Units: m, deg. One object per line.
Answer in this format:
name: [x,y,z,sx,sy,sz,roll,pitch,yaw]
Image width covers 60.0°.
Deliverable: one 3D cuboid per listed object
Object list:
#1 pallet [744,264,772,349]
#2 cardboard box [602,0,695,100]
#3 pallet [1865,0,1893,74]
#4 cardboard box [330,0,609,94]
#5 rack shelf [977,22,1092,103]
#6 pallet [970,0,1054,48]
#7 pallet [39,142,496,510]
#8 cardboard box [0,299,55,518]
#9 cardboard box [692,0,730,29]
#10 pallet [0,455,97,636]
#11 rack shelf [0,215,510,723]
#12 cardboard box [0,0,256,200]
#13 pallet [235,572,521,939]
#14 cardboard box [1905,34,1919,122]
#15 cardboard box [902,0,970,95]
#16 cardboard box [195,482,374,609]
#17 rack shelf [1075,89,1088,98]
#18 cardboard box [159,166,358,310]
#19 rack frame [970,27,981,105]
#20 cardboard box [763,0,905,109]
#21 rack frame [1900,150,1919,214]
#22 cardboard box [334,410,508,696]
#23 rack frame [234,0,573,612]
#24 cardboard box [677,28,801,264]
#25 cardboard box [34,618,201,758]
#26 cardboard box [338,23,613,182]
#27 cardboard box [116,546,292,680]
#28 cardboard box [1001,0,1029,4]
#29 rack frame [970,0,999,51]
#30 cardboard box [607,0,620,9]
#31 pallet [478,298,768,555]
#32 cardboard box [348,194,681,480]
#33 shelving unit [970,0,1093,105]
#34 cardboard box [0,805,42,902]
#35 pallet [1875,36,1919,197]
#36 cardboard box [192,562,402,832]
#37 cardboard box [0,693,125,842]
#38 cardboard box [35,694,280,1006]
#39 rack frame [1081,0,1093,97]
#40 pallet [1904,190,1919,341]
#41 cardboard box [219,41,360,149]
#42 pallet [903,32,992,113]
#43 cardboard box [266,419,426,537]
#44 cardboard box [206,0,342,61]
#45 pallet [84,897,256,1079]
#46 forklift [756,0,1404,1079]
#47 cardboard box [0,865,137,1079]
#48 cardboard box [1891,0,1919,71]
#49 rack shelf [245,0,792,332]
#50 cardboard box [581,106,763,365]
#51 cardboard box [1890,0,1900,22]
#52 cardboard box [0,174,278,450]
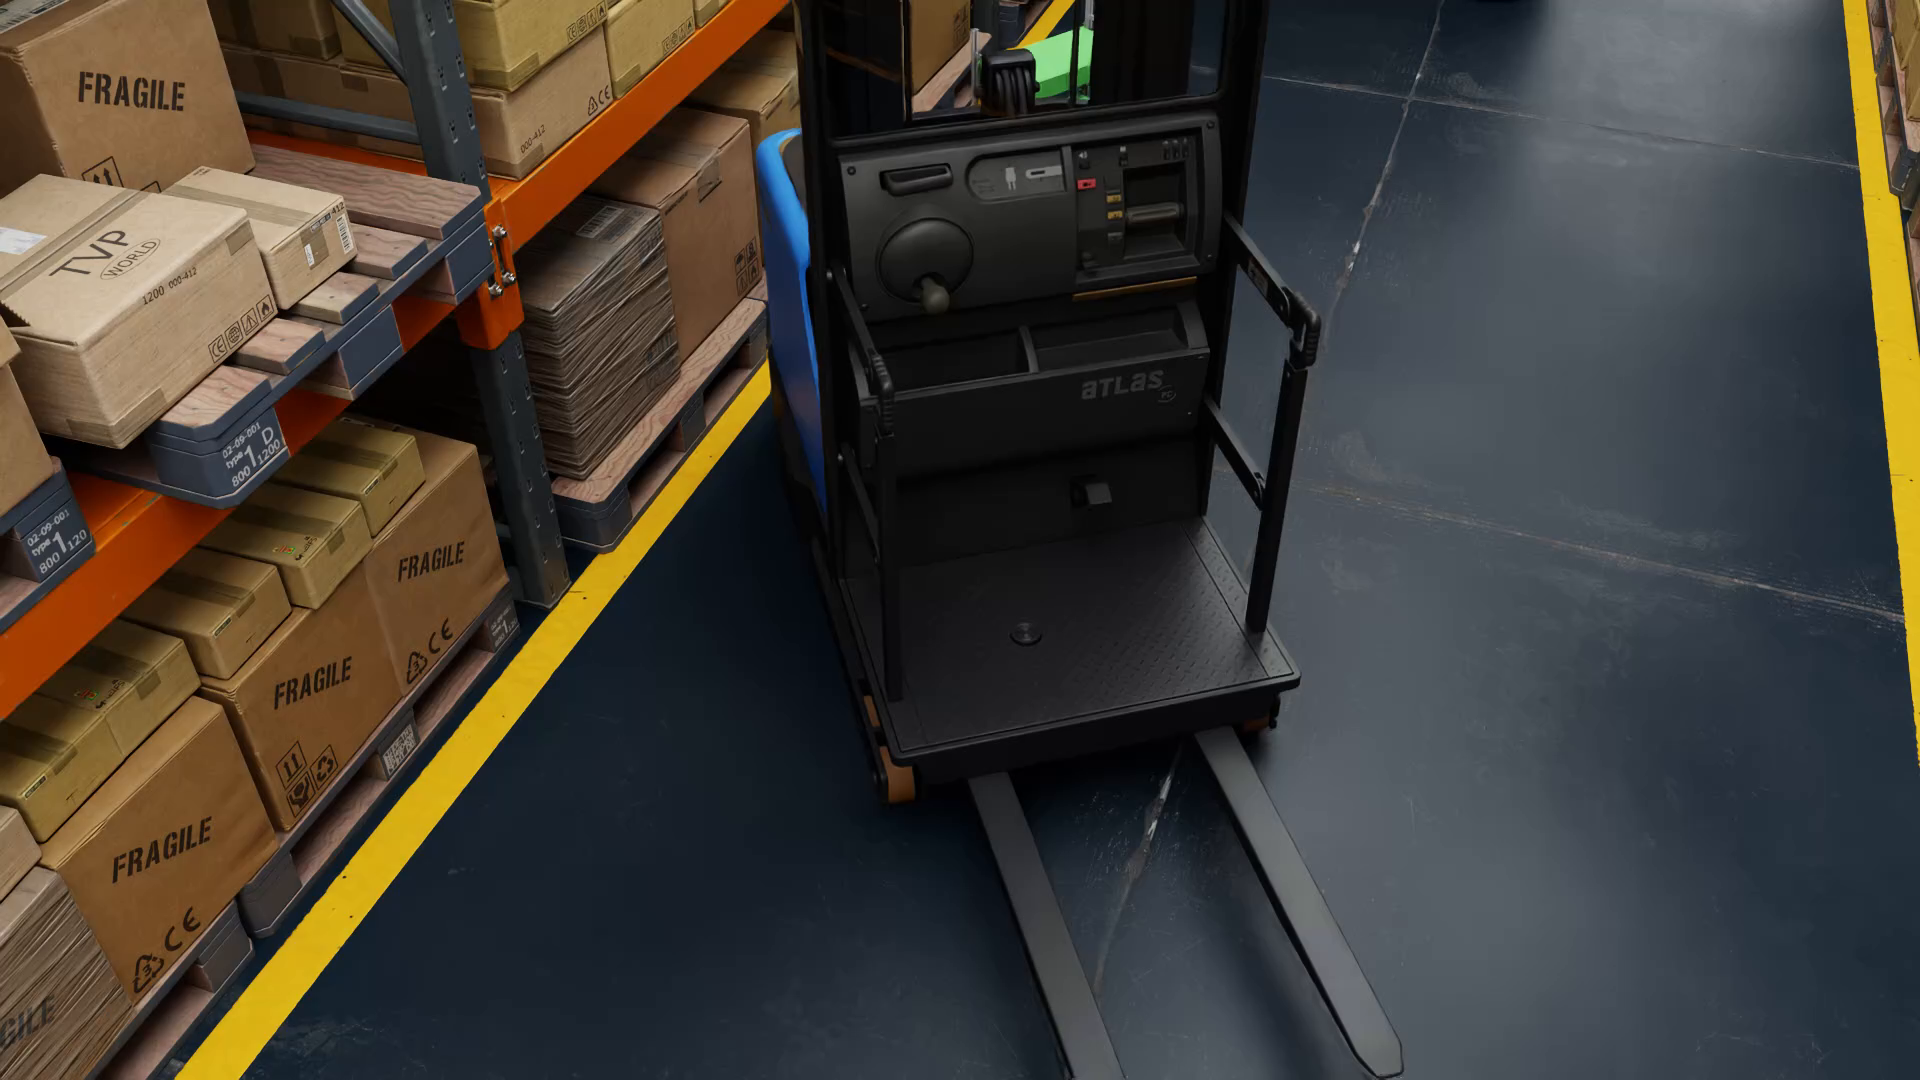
pallet: [-0.940,-1.249,6.551,1.003,0.211,1.213,13,42,15]
cardboard box: [-1.119,-1.539,4.859,0.500,0.250,0.500,12,42,14]
pallet: [4.969,-2.518,8.039,1.003,0.211,1.213,13,42,15]
cardboard box: [-1.272,-1.418,4.332,0.500,0.250,0.500,13,42,15]
rack shelf: [0.304,-1.538,5.487,0.480,0.148,0.258,-26,47,-28]
pallet: [0.002,-2.929,8.520,1.003,0.211,1.213,13,42,15]
pallet: [-1.842,-0.572,3.758,1.213,0.211,1.003,13,42,15]
cardboard box: [-2.061,-0.237,2.813,0.797,0.503,0.637,12,42,14]
cardboard box: [-0.949,-1.855,5.229,0.500,0.250,0.500,12,42,14]
pallet: [-2.337,0.186,2.869,1.003,0.211,1.213,13,42,15]
rack shelf: [-2.361,0.419,3.002,1.077,0.370,4.000,13,42,15]
cardboard box: [-2.000,-0.993,3.702,0.500,0.500,0.500,15,43,17]
pallet: [-1.968,0.433,4.579,1.003,0.211,1.213,13,42,15]
cardboard box: [4.306,-1.949,7.018,0.500,0.250,0.500,15,43,17]
cardboard box: [-0.477,-2.450,7.316,0.875,0.625,0.625,15,43,17]
cardboard box: [-1.672,0.001,4.041,0.380,0.149,0.250,11,42,13]
rack shelf: [0.304,-1.356,5.643,0.480,0.148,0.258,-26,47,-28]
cardboard box: [-1.541,-0.653,3.574,0.380,0.149,0.250,14,42,16]
rack frame: [0.111,-1.125,5.644,0.015,1.200,0.240,-26,47,-28]
cardboard box: [-0.749,-1.978,6.764,0.875,0.625,0.625,13,42,15]
rack frame: [4.357,-2.415,5.769,1.000,3.000,0.127,13,42,15]
cardboard box: [-1.619,0.022,4.515,0.500,0.500,0.500,14,43,16]
rack frame: [-1.677,-1.074,4.198,1.000,3.000,0.127,13,42,15]
cardboard box: [-1.004,-1.519,6.226,0.875,0.625,0.625,12,42,13]
cardboard box: [-1.936,0.303,3.687,0.380,0.149,0.250,14,43,16]
cardboard box: [-1.295,-1.234,4.501,0.500,0.250,0.500,13,42,15]
cardboard box: [-1.803,0.152,3.864,0.380,0.149,0.250,12,42,14]
cardboard box: [0.168,-2.849,8.074,0.500,0.250,0.500,14,42,16]
rack frame: [-0.309,-3.514,7.058,1.000,3.000,0.127,13,42,15]
cardboard box: [-1.123,-1.729,4.696,0.500,0.250,0.500,15,43,16]
pallet: [-1.358,-0.507,5.682,1.003,0.211,1.213,13,42,15]
cardboard box: [-1.451,-0.708,5.275,0.875,0.625,0.625,15,43,16]
shelving unit: [0.304,-1.222,5.757,0.503,1.200,0.258,-26,47,-28]
cardboard box: [-2.087,0.630,3.303,0.380,0.149,0.250,11,42,13]
pallet: [4.553,-1.771,7.164,1.003,0.211,1.213,13,42,15]
cardboard box: [-1.800,0.325,4.160,0.500,0.500,0.500,13,42,14]
cardboard box: [-2.021,0.455,3.508,0.380,0.149,0.250,13,42,14]
cardboard box: [-1.977,0.645,3.785,0.500,0.500,0.500,15,43,17]
rack frame: [0.498,-1.318,5.870,0.015,1.200,0.240,-26,47,-28]
pallet: [4.092,-0.879,6.117,1.003,0.211,1.213,13,42,15]
cardboard box: [-1.763,-1.348,4.635,0.500,0.250,0.500,12,42,14]
pallet: [-0.524,-1.995,7.426,1.003,0.211,1.213,13,42,15]
cardboard box: [-1.608,-0.173,4.244,0.380,0.149,0.250,11,42,13]
cardboard box: [-1.784,-1.543,4.478,0.500,0.250,0.500,14,42,16]
pallet: [-2.386,1.175,3.710,1.003,0.211,1.213,13,42,15]
forklift: [0.239,-0.696,3.808,1.130,2.935,3.031,-10,41,-11]
cardboard box: [-2.137,0.966,3.409,0.500,0.500,0.500,12,42,14]
cardboard box: [4.479,-2.276,7.401,0.500,0.250,0.500,12,42,14]
rack shelf: [-0.993,-2.021,5.862,1.077,0.370,4.000,13,42,15]
cardboard box: [-1.234,-1.108,5.744,0.875,0.625,0.625,15,43,16]
cardboard box: [4.657,-2.585,7.764,0.500,0.250,0.500,14,42,16]
cardboard box: [-1.733,-0.462,3.272,0.500,0.250,0.500,11,42,13]
